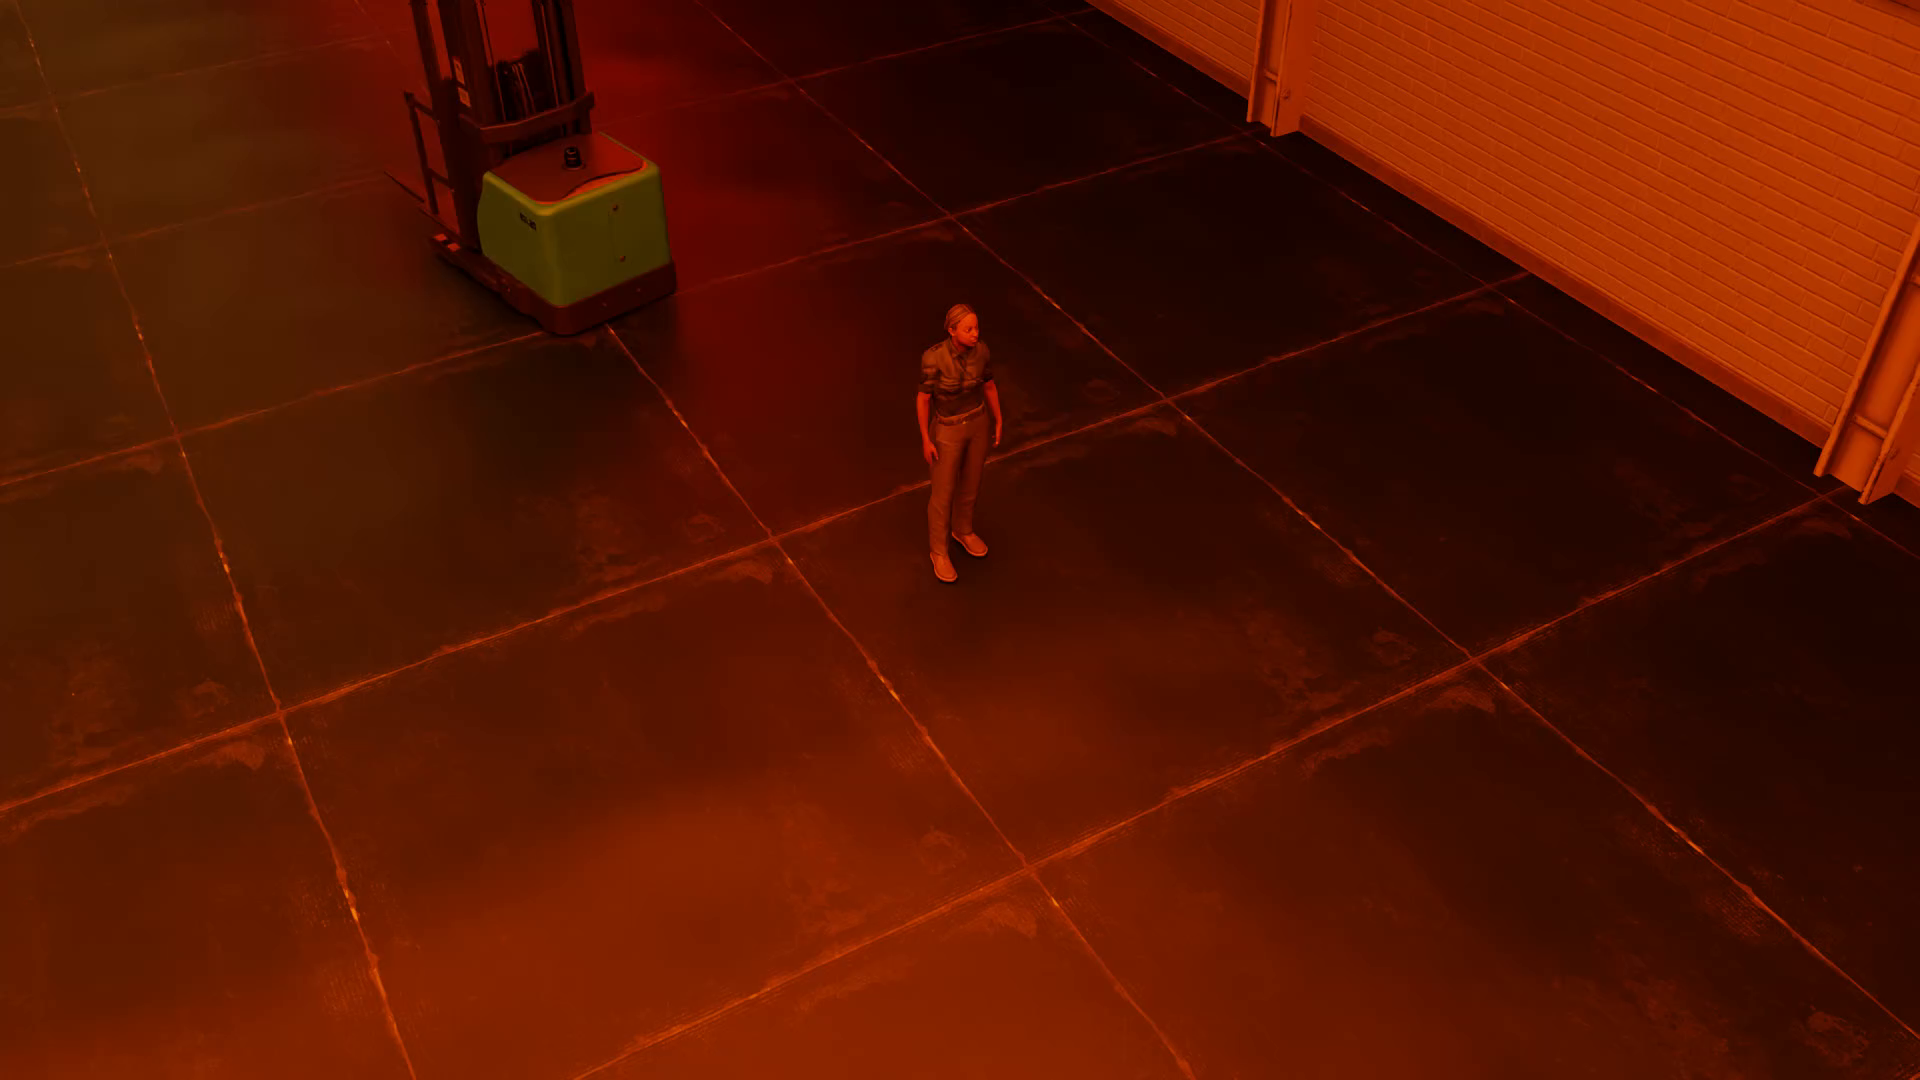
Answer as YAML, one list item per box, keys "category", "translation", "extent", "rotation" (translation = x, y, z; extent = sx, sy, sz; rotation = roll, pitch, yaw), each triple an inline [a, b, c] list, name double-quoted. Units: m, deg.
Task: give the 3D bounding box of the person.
- category: "person"
  translation: [0.026, -0.587, 9.733]
  extent: [0.569, 1.654, 0.504]
  rotation: [-20, 44, -23]

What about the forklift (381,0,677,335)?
- category: "forklift"
  translation: [-3.495, -3.458, 12.205]
  extent: [1.130, 2.935, 3.031]
  rotation: [-30, 48, -31]
